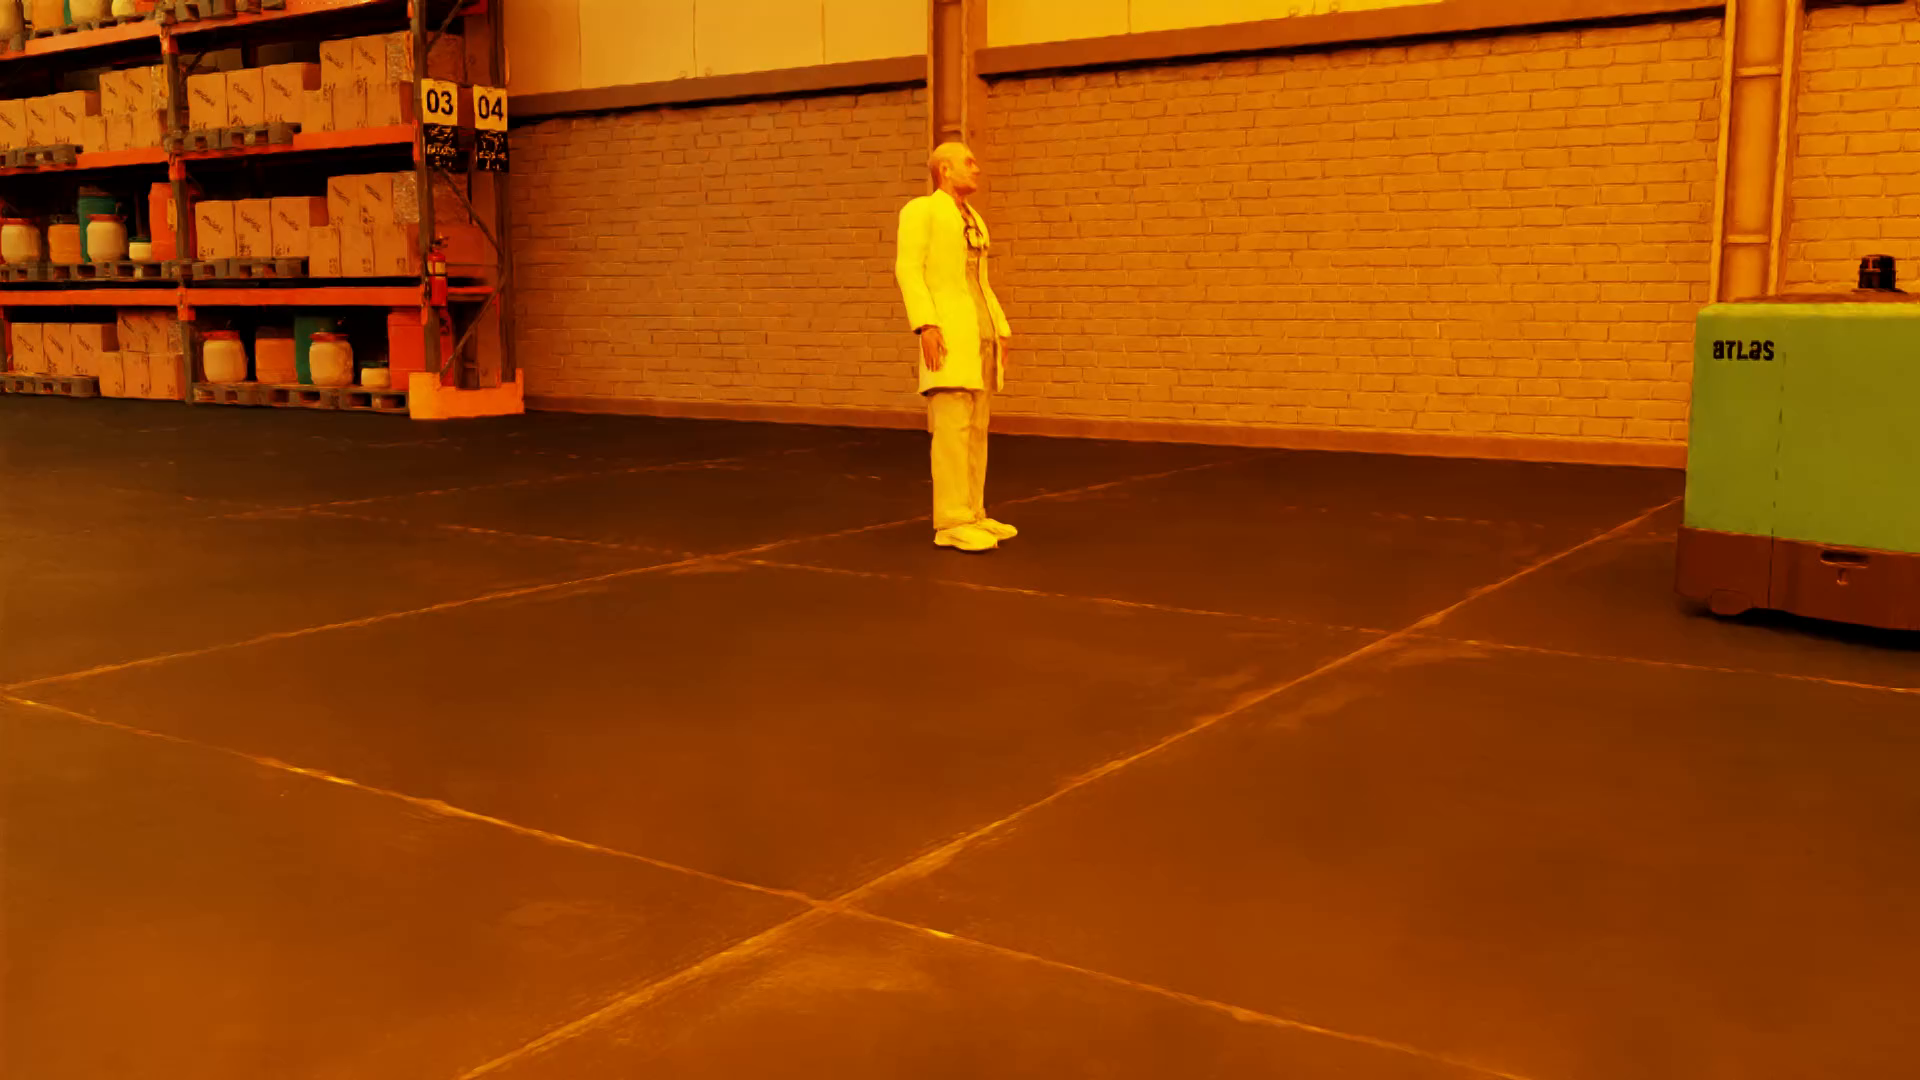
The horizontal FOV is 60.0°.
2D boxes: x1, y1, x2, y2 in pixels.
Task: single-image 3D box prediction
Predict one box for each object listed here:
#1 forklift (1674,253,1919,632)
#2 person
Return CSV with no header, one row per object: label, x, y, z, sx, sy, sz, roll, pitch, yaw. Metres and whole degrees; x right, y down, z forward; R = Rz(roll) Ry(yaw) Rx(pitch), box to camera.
forklift,3.758,-1.066,4.689,1.130,2.935,3.031,-6,10,-36
person,0.073,-0.879,7.423,0.579,1.776,0.694,5,10,34
